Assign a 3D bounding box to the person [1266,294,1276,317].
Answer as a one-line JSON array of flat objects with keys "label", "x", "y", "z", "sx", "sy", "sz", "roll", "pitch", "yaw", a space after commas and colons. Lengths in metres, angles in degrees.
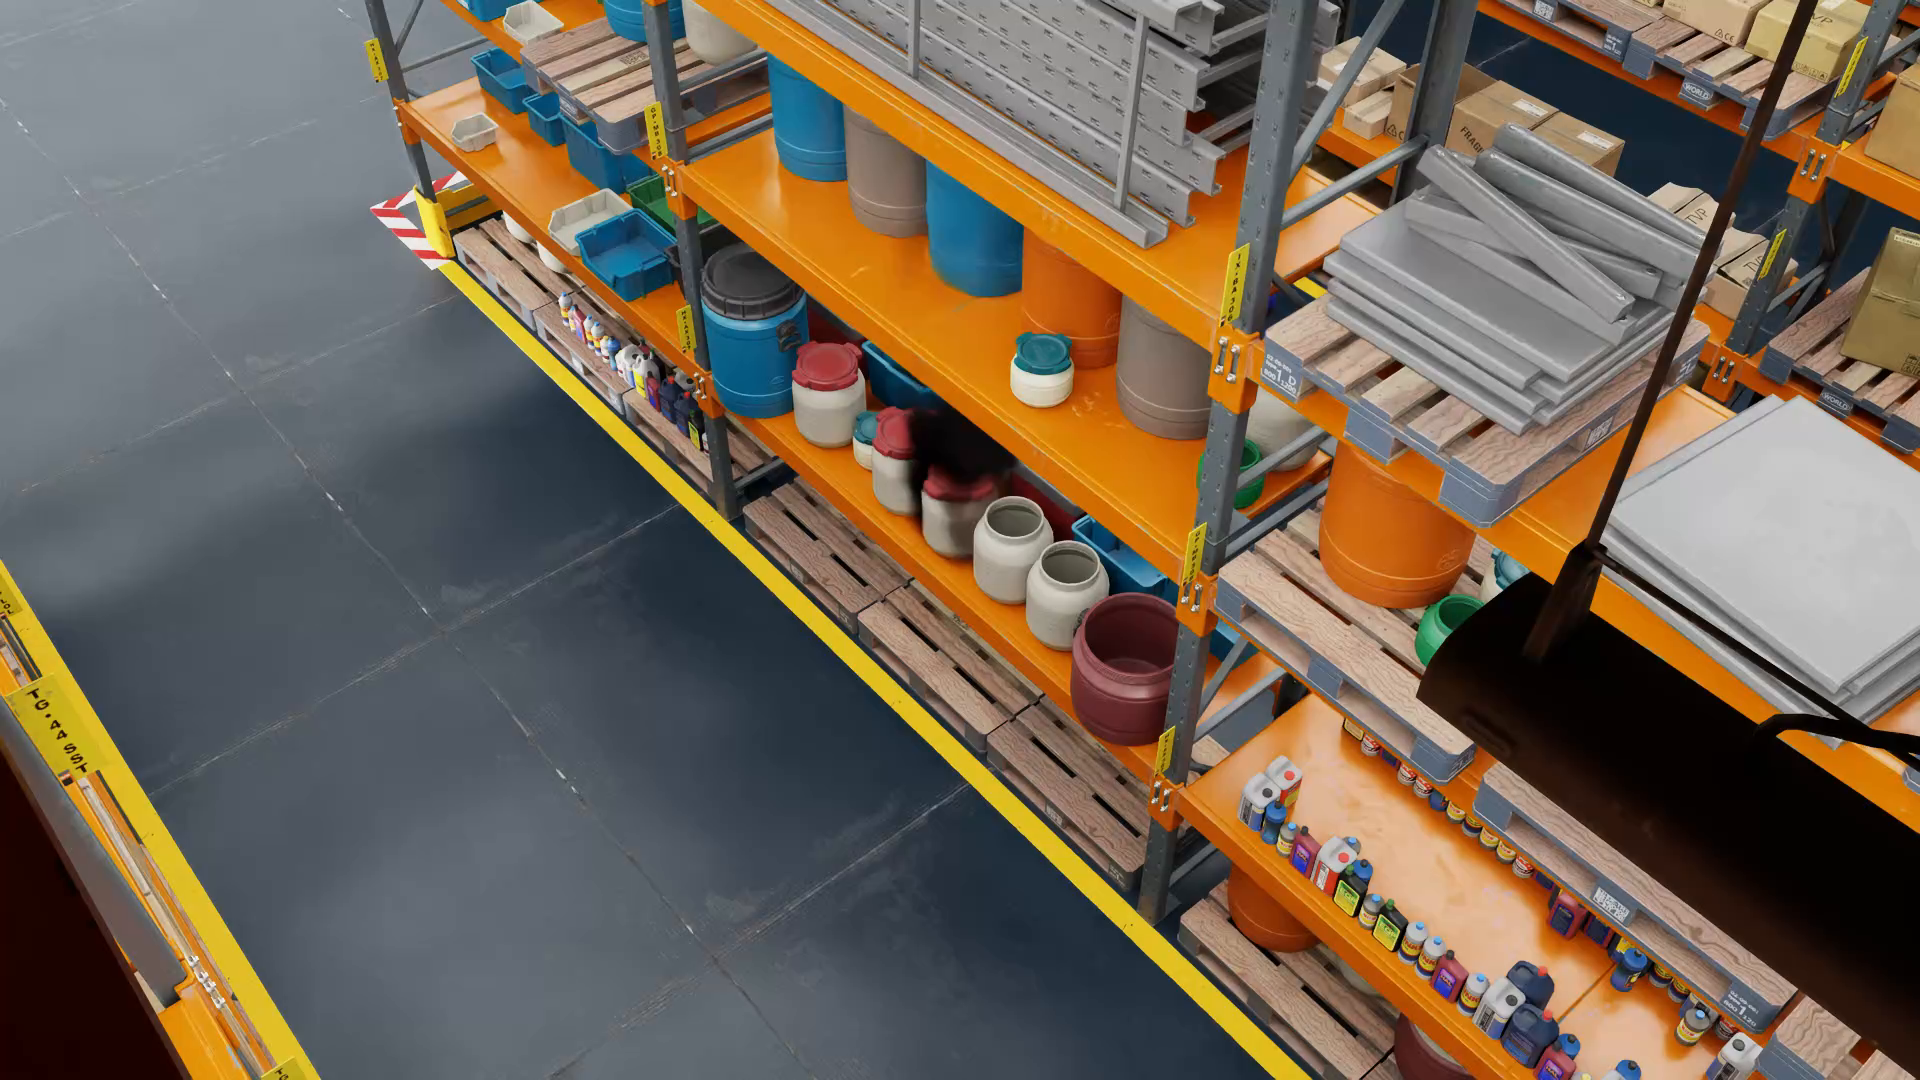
[{"label": "person", "x": 1.740, "y": -1.166, "z": 10.574, "sx": 0.534, "sy": 1.621, "sz": 0.562, "roll": 32, "pitch": 54, "yaw": 27}]
